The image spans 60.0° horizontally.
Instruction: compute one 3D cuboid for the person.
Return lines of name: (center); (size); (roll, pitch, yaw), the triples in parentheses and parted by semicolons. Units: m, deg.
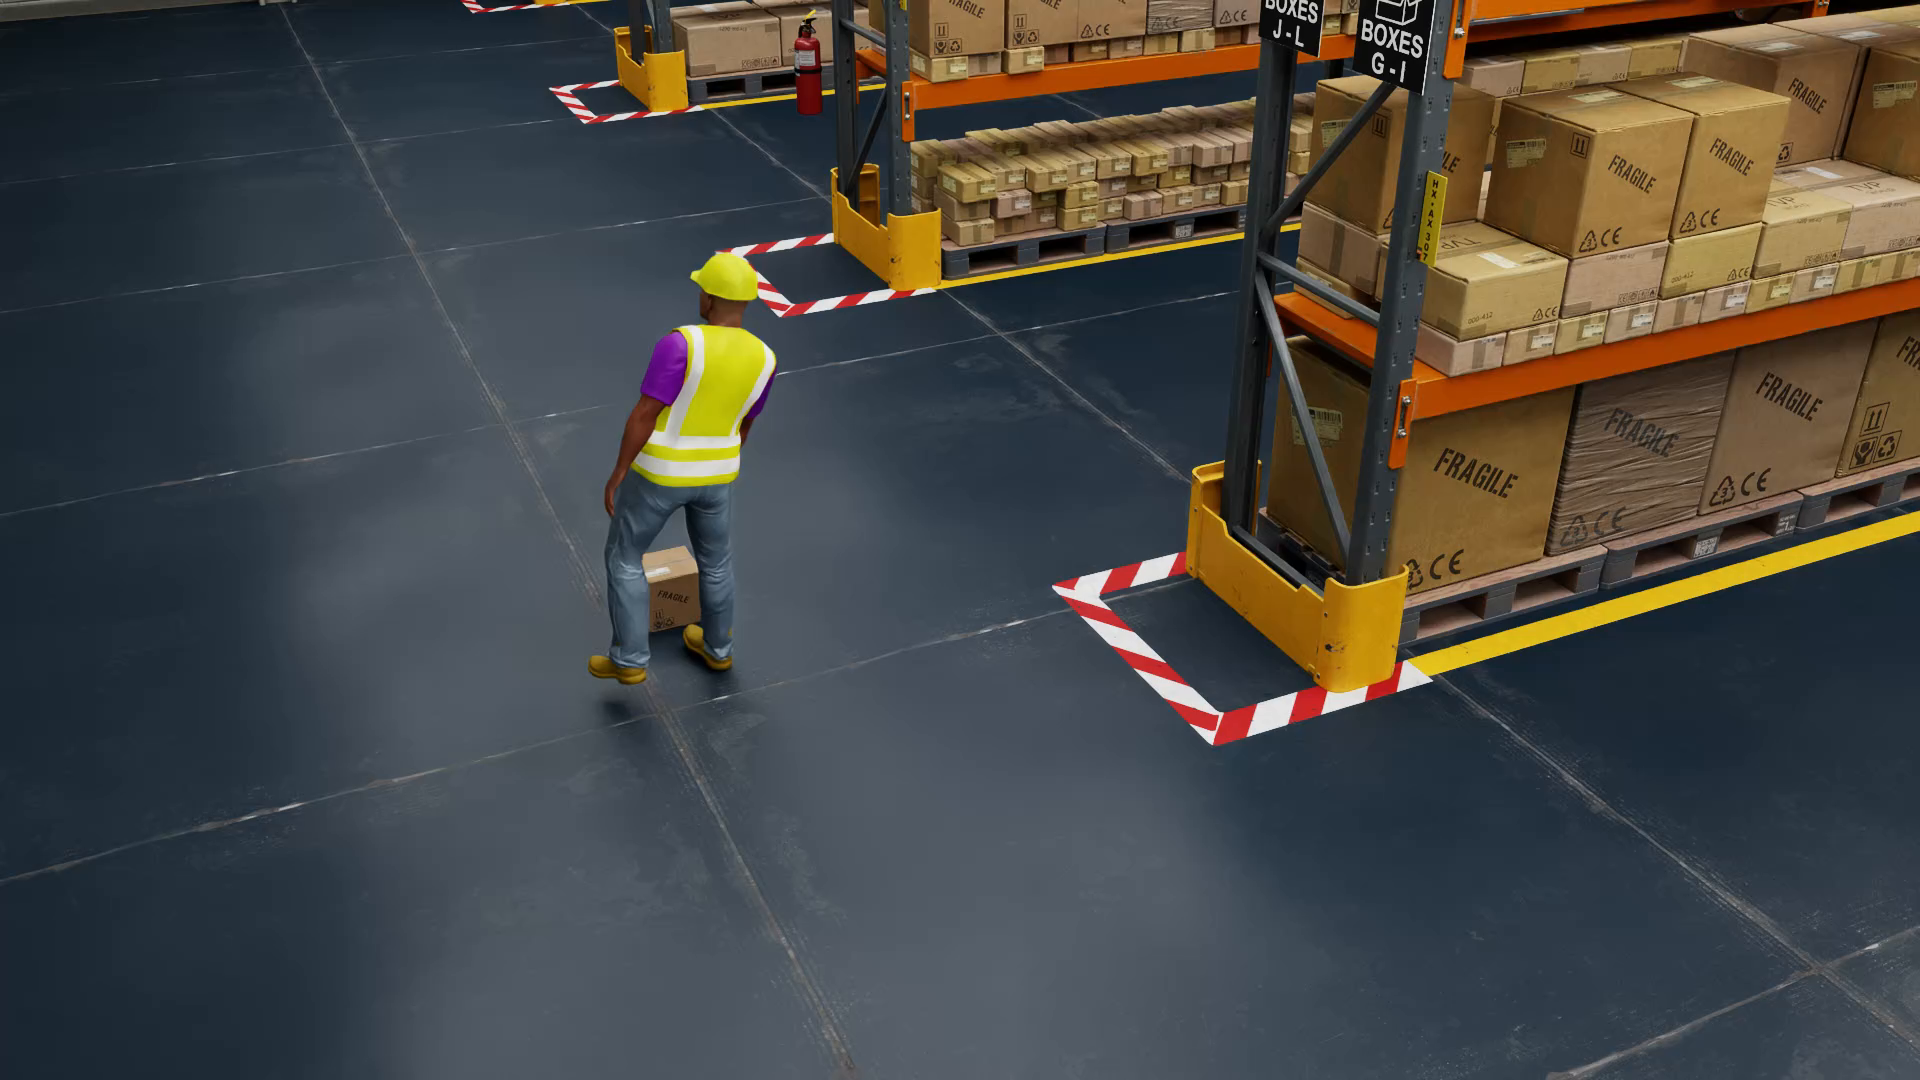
person: (-1.123, -0.238, 6.519); (0.858, 1.761, 0.433); (-16, 33, -26)
